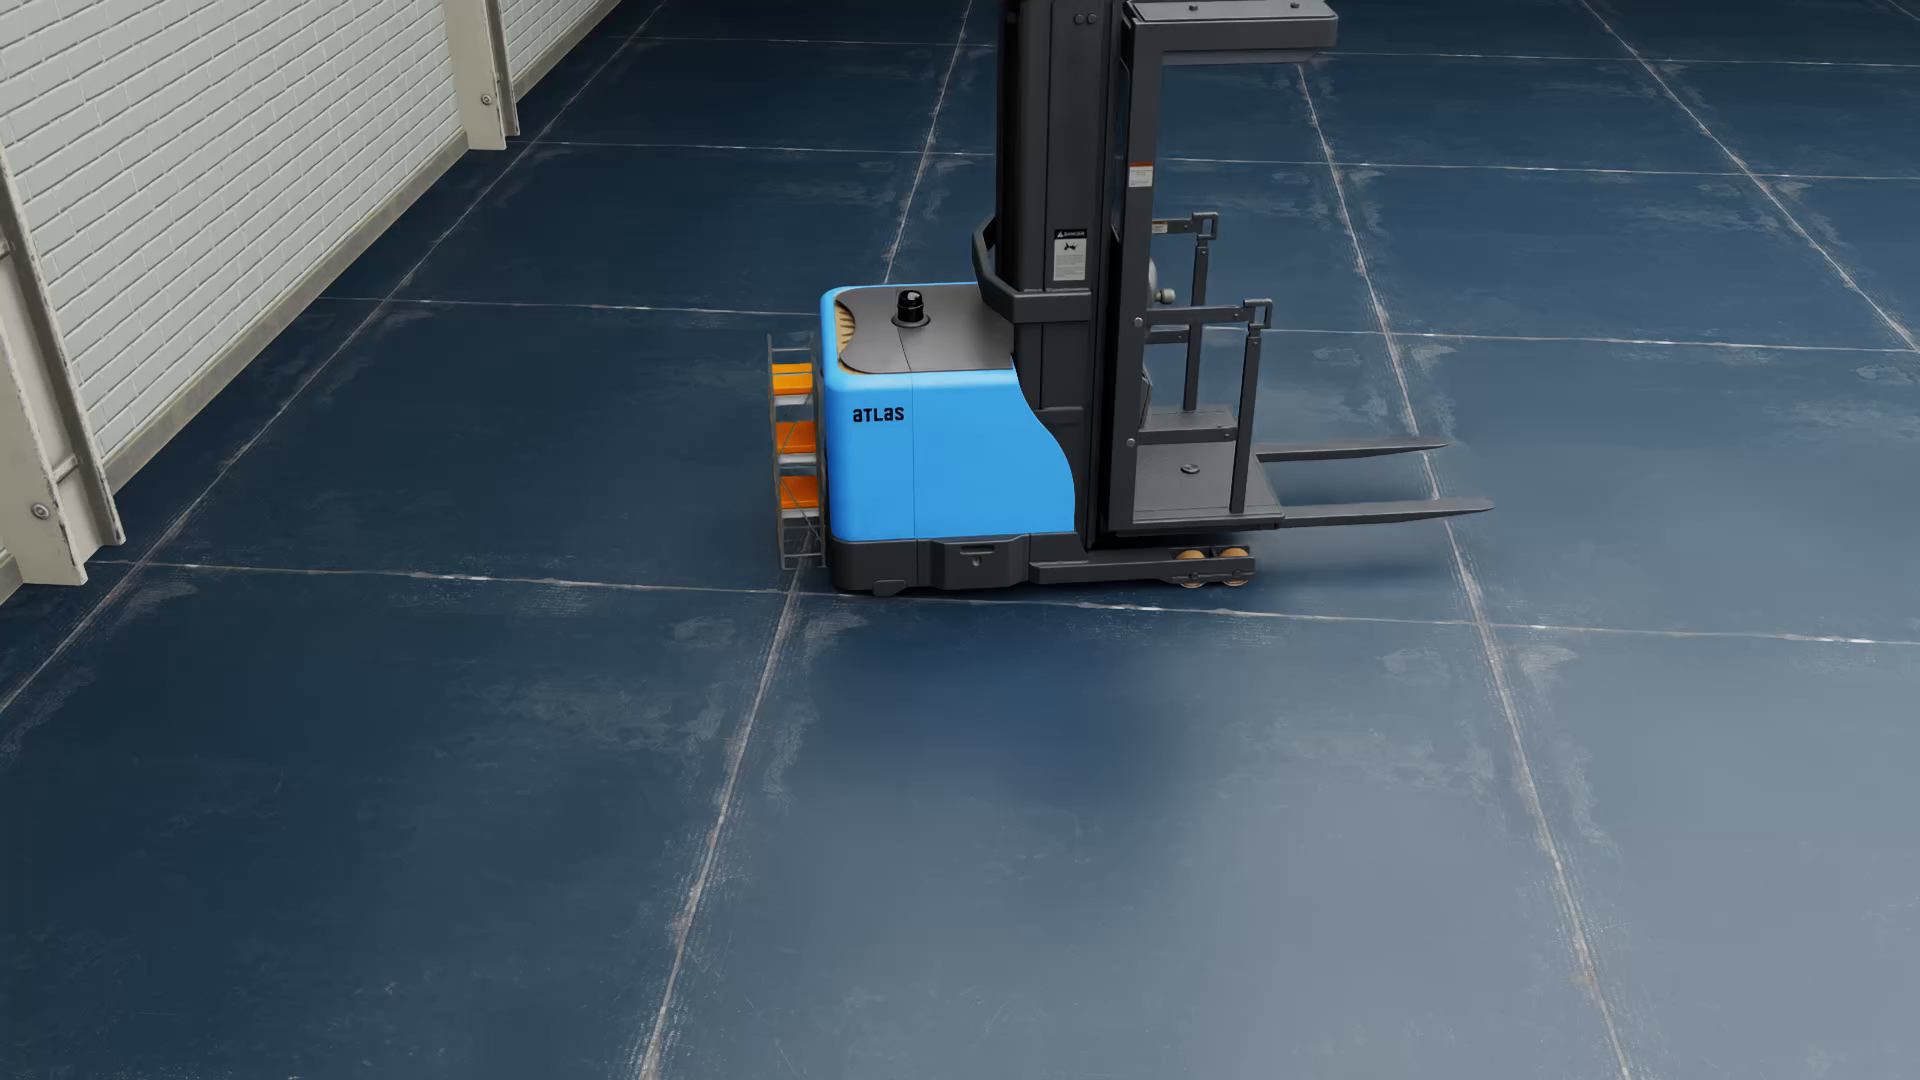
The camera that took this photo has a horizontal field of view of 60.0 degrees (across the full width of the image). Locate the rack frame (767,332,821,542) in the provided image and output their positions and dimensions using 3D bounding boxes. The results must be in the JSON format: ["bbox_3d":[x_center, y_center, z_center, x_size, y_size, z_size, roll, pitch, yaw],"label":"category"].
[{"bbox_3d":[-0.734,-0.445,7.472,0.200,1.050,0.008,-3,32,-5],"label":"rack frame"}]

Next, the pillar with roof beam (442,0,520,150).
[{"bbox_3d":[0.724,-6.692,10.031,9.100,9.000,0.400,2,32,4],"label":"pillar with roof beam"}]

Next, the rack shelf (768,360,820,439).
[{"bbox_3d":[-0.721,-0.614,7.226,0.215,0.259,0.240,-3,32,-5],"label":"rack shelf"}]

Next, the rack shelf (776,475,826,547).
[{"bbox_3d":[-0.721,-0.136,7.520,0.215,0.259,0.240,-3,32,-5],"label":"rack shelf"}]

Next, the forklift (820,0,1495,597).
[{"bbox_3d":[0.899,-1.308,7.079,3.031,2.935,1.130,-3,32,-4],"label":"forklift"}]

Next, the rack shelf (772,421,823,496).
[{"bbox_3d":[-0.721,-0.373,7.374,0.215,0.259,0.240,-3,32,-5],"label":"rack shelf"}]

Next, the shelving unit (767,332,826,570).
[{"bbox_3d":[-0.721,-0.382,7.369,0.215,1.050,0.252,-3,32,-5],"label":"shelving unit"}]

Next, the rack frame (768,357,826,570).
[{"bbox_3d":[-0.709,-0.318,7.266,0.200,1.050,0.008,-3,32,-5],"label":"rack frame"}]

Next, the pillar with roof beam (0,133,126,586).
[{"bbox_3d":[0.235,-3.554,4.940,9.100,9.000,0.400,2,32,4],"label":"pillar with roof beam"}]
